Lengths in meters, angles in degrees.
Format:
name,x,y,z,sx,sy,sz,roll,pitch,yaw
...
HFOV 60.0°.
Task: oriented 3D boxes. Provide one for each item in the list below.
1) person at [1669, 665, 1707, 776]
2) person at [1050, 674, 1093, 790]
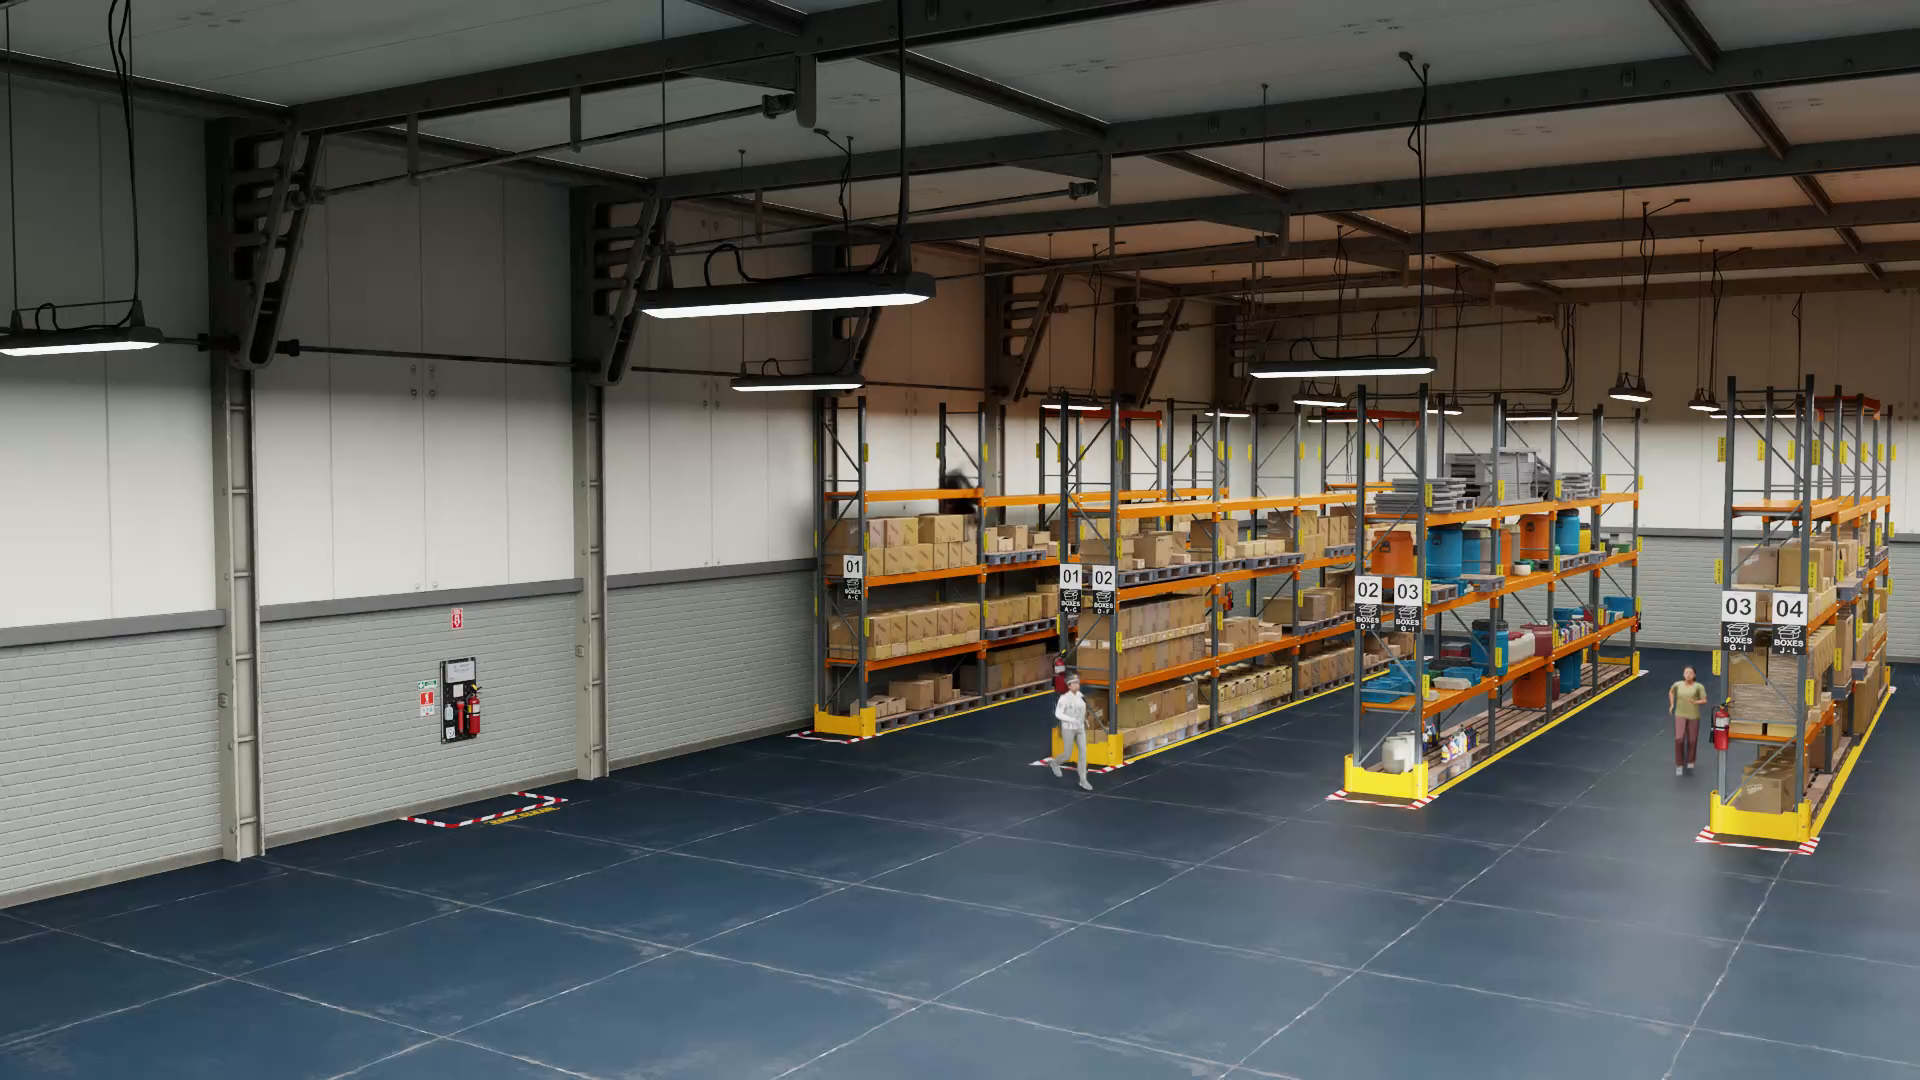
name,x,y,z,sx,sy,sz,roll,pitch,yaw
person,11.343,2.820,25.927,0.545,1.696,0.730,1,3,25
person,1.662,2.847,24.903,0.577,1.695,0.910,-2,4,-33
